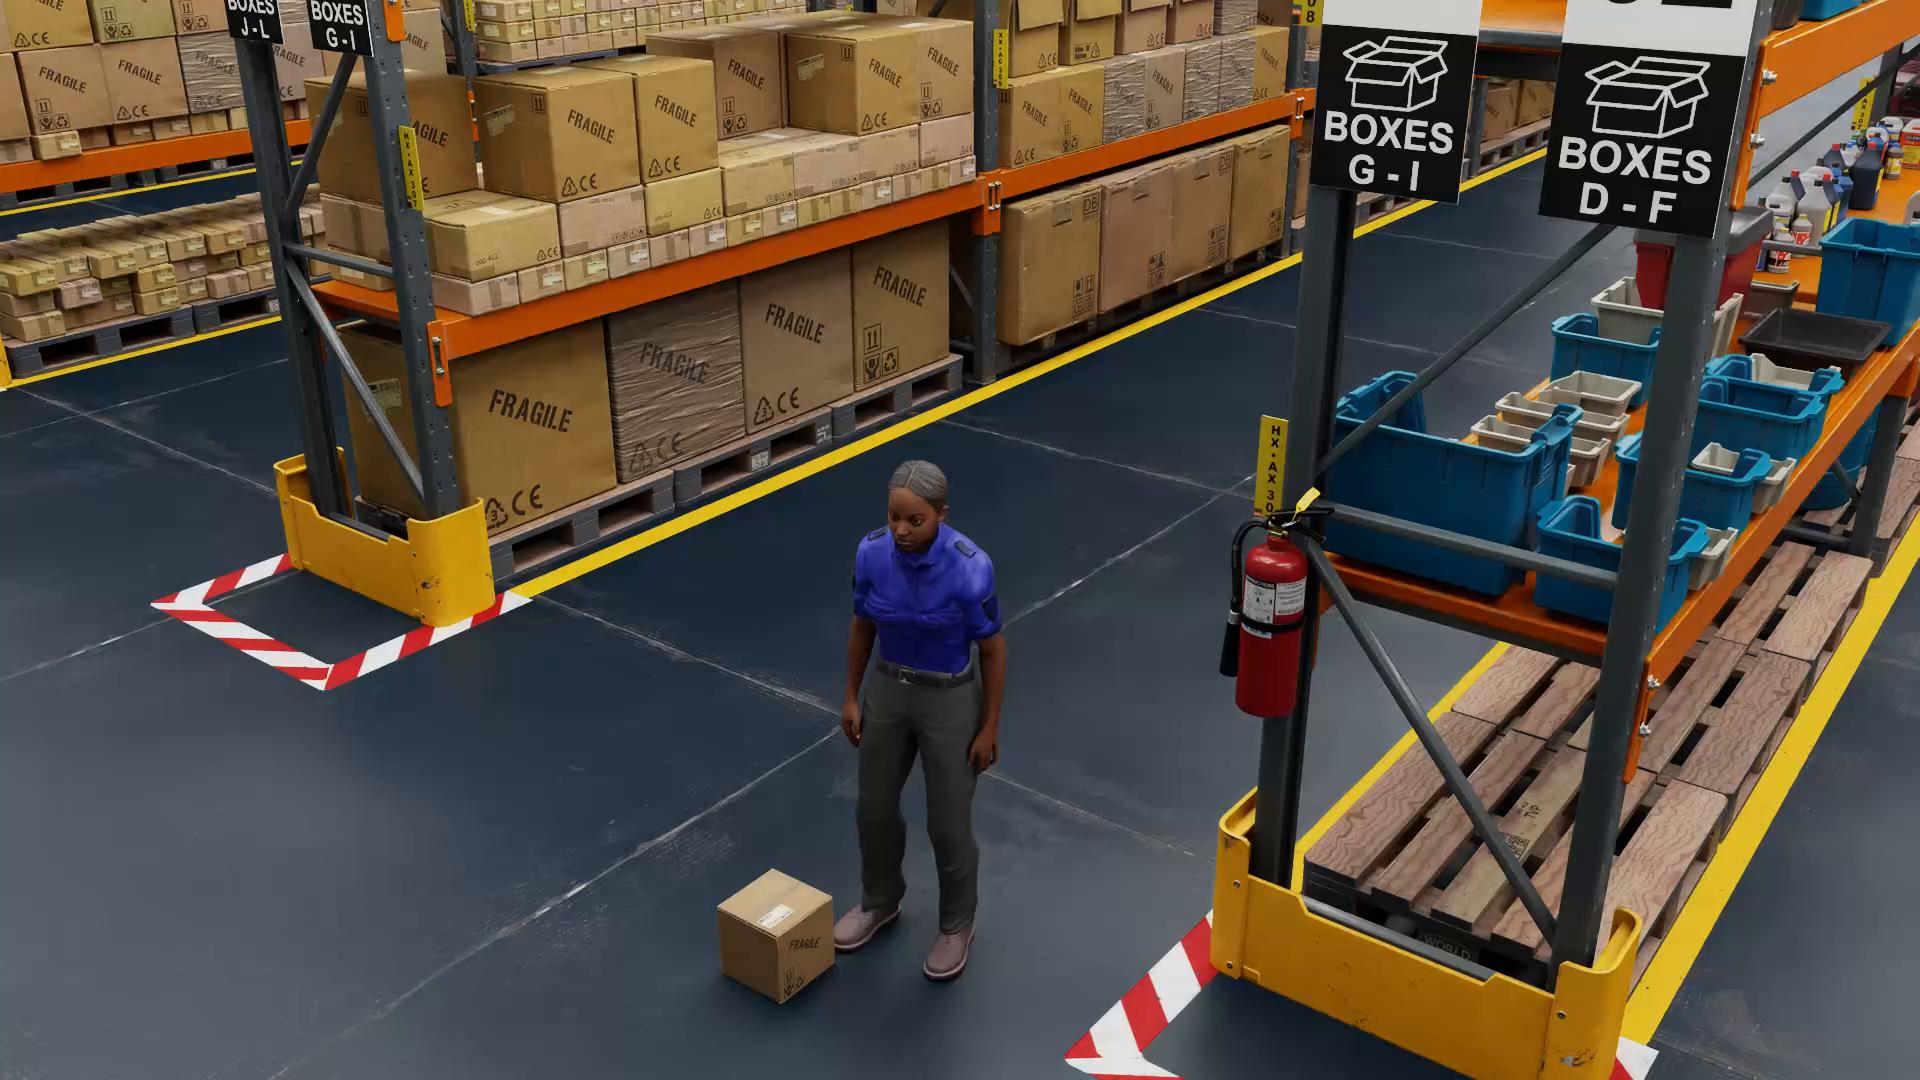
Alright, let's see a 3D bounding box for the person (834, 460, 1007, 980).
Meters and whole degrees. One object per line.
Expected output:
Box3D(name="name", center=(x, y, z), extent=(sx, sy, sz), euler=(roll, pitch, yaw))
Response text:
Box3D(name="person", center=(-0.127, 0.512, 4.937), extent=(0.533, 1.655, 0.349), euler=(10, 26, 22))
